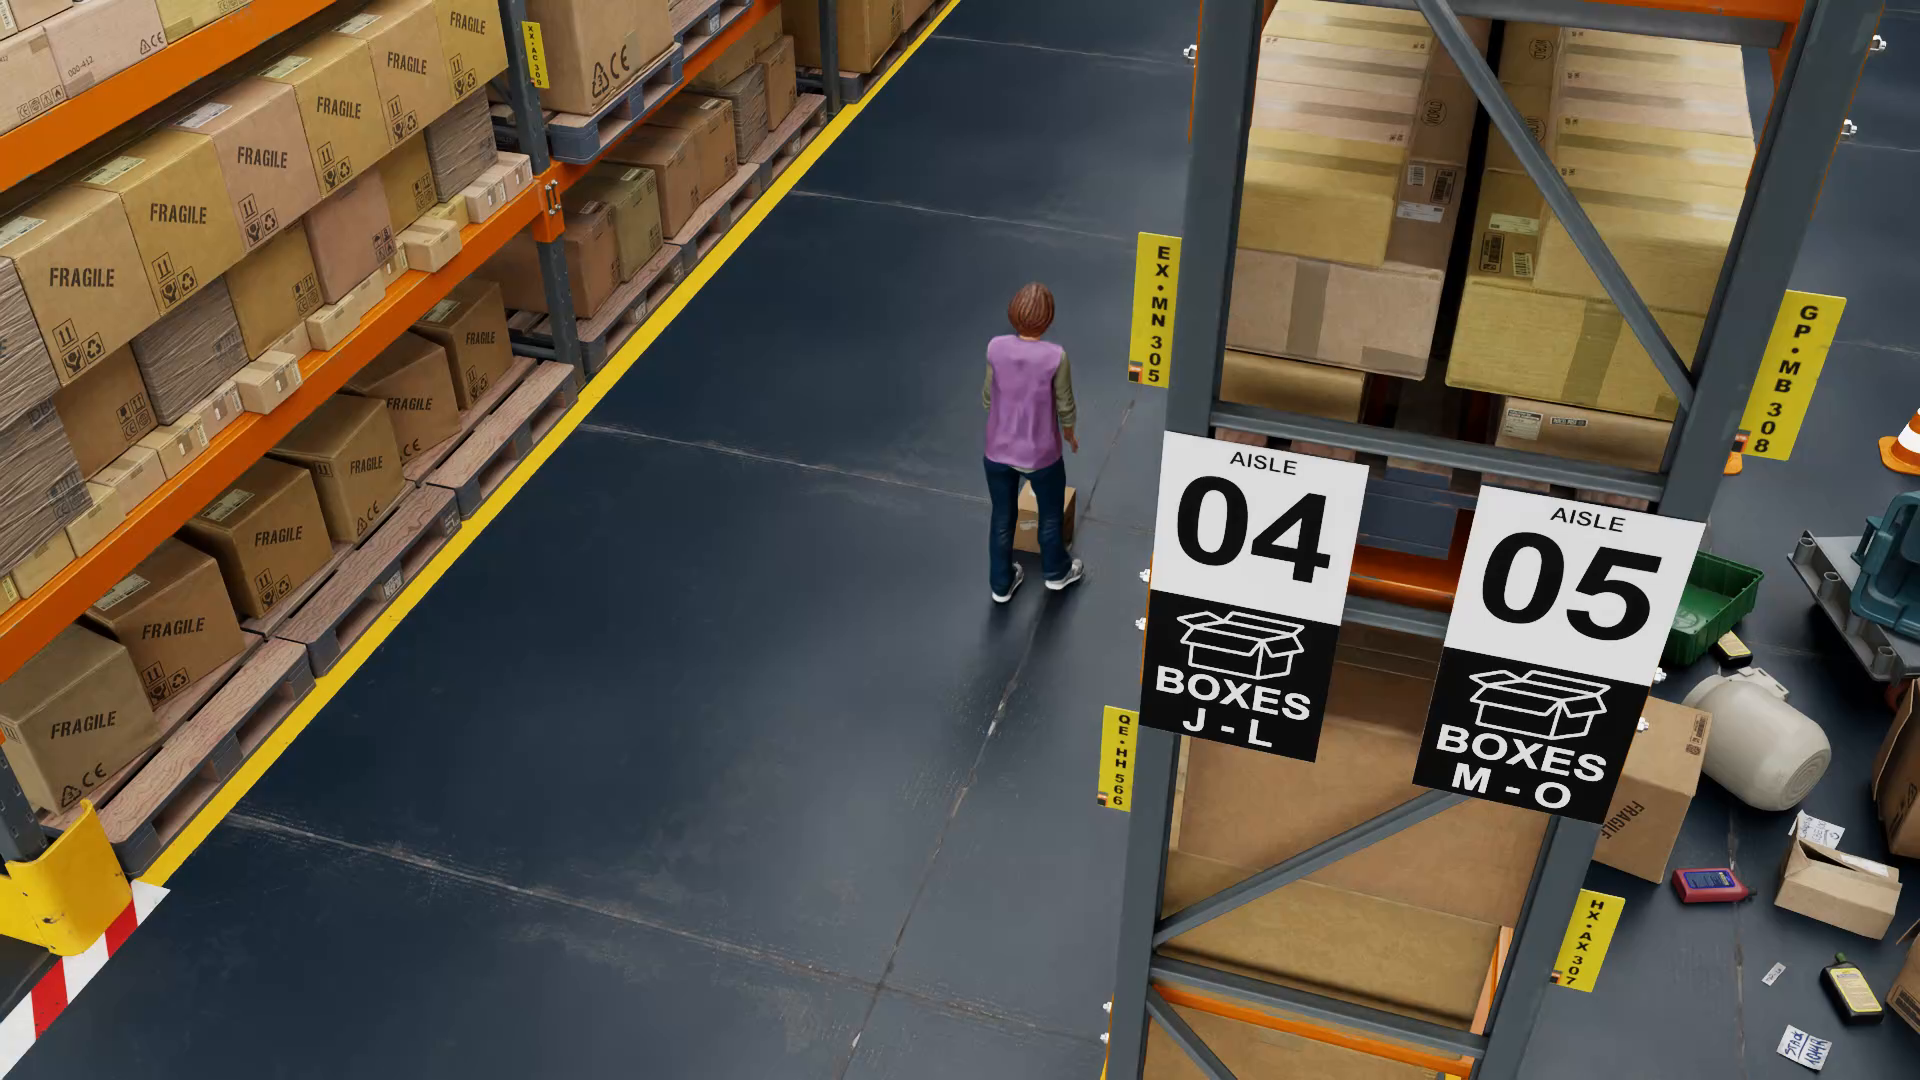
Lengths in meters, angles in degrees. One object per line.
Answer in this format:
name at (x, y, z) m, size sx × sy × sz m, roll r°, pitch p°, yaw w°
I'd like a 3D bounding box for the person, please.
person at (0.324, -0.419, 7.426) m, size 0.452 × 1.606 × 0.439 m, roll 11°, pitch 39°, yaw 14°
